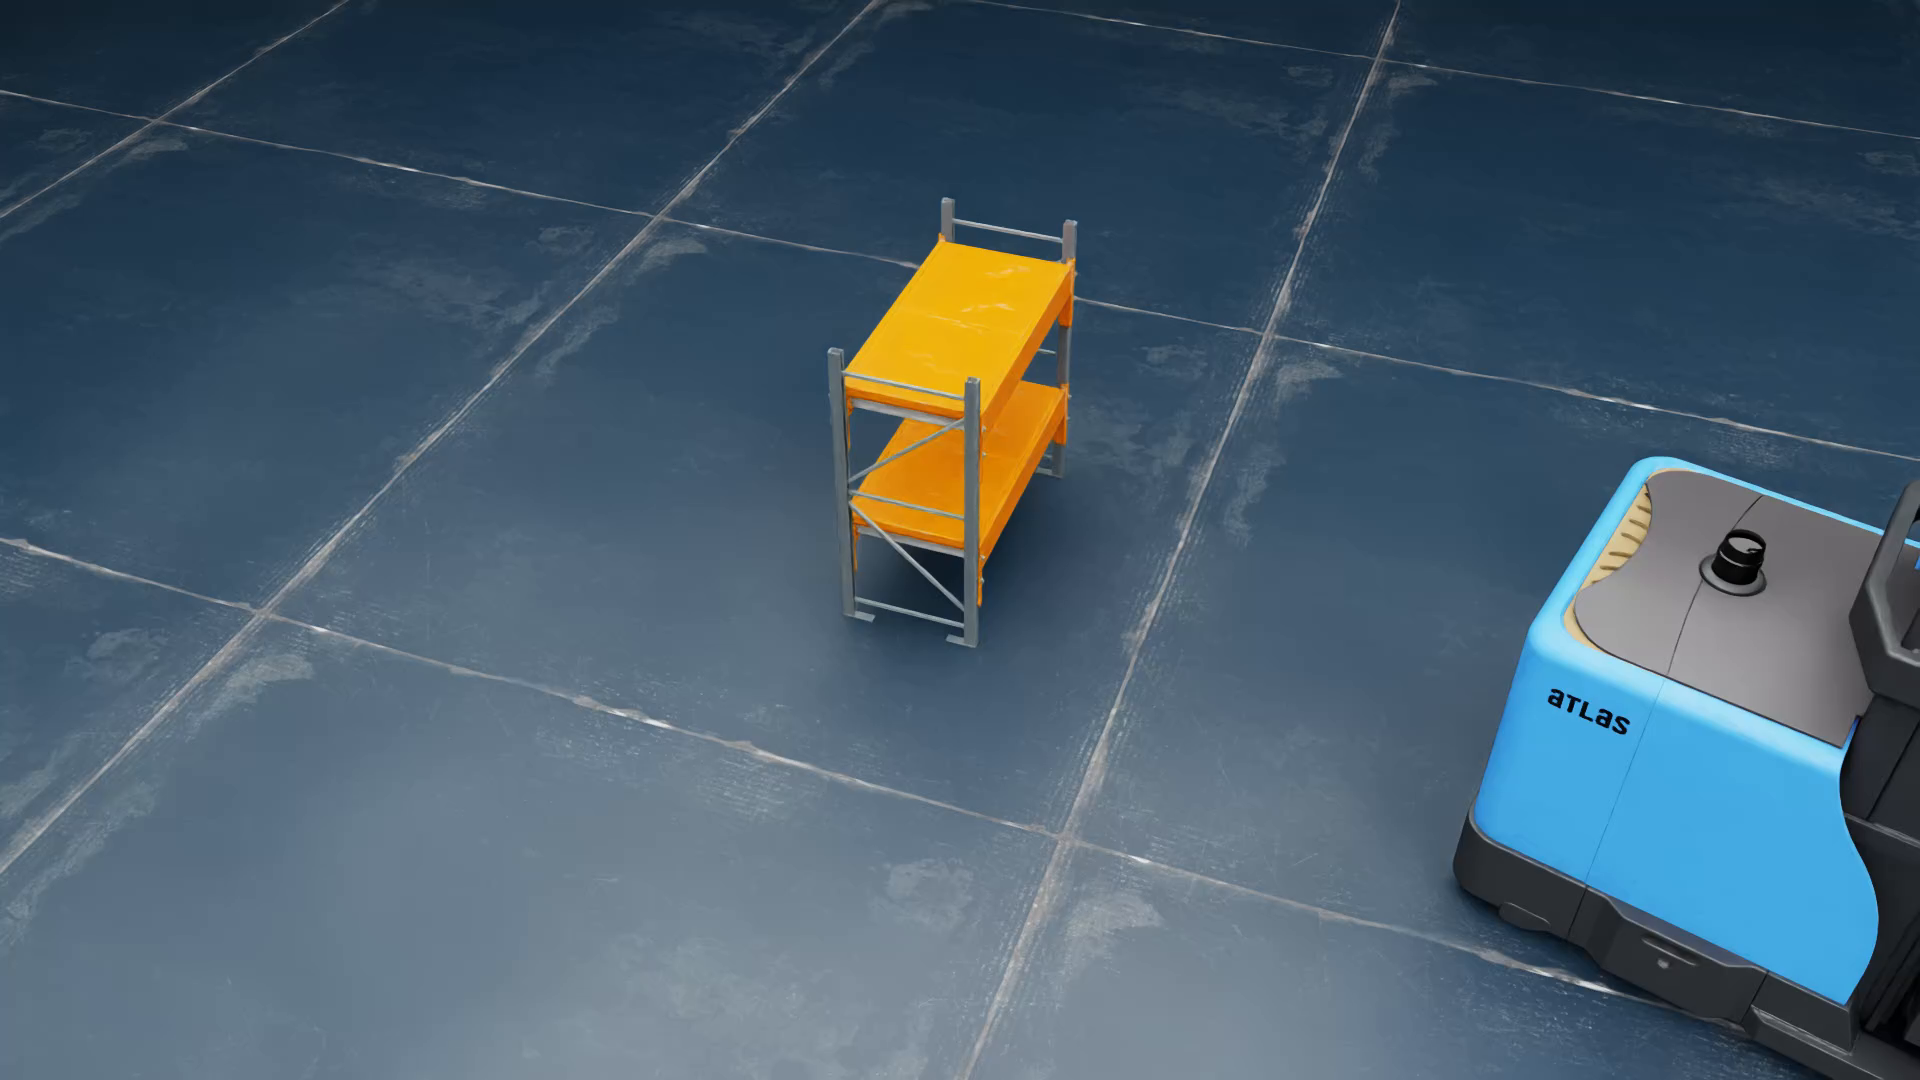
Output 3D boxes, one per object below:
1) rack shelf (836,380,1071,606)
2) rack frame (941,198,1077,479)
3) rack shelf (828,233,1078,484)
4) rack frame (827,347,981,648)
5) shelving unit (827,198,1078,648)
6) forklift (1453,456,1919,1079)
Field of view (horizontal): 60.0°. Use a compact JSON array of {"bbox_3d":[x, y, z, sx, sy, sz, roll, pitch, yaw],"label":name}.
[{"bbox_3d":[-0.002,-0.238,6.039,0.538,0.278,1.000,13,42,15],"label":"rack shelf"},{"bbox_3d":[0.172,-0.734,6.243,0.500,1.125,0.032,13,42,15],"label":"rack frame"},{"bbox_3d":[-0.002,-0.646,5.690,0.538,0.278,1.000,13,42,15],"label":"rack shelf"},{"bbox_3d":[-0.176,-0.114,5.517,0.500,1.125,0.032,13,42,15],"label":"rack frame"},{"bbox_3d":[-0.002,-0.424,5.880,0.538,1.125,1.048,13,42,15],"label":"shelving unit"},{"bbox_3d":[2.976,0.235,3.717,3.031,2.935,1.130,24,46,26],"label":"forklift"}]
